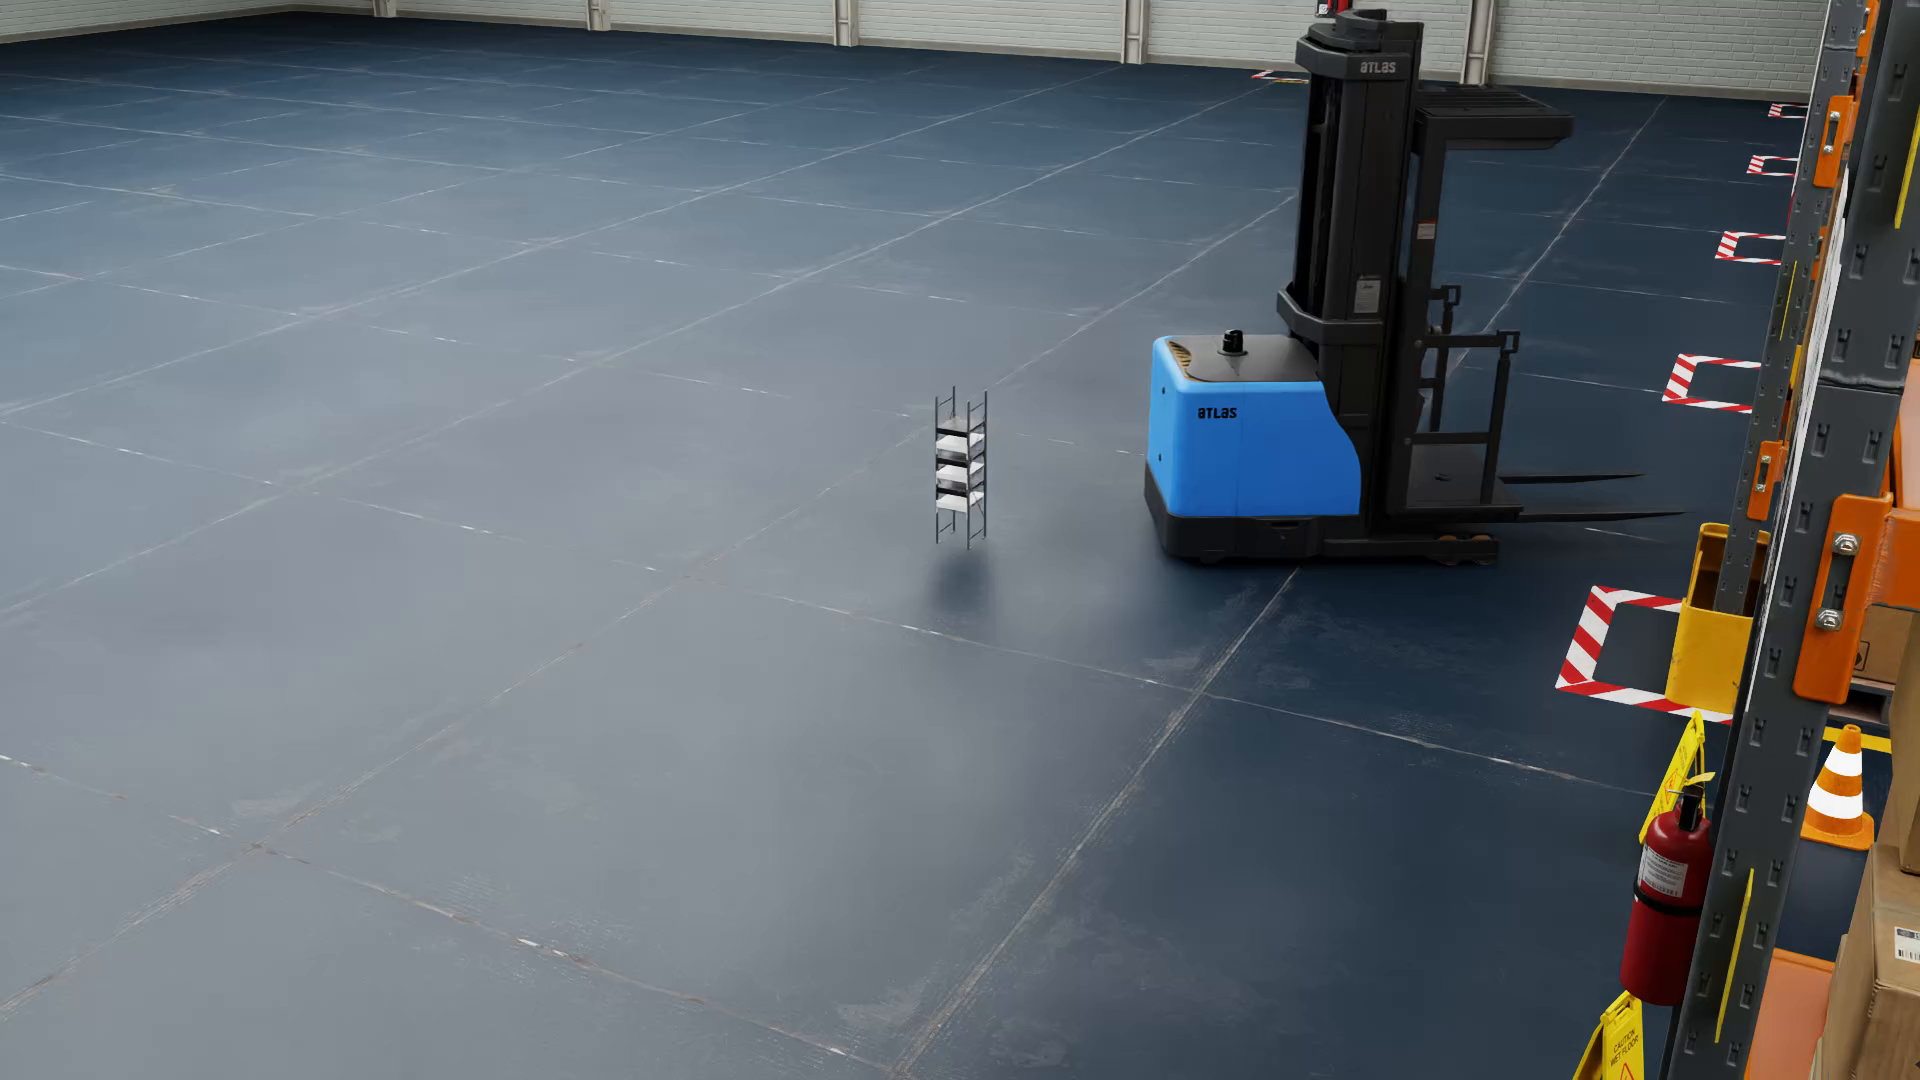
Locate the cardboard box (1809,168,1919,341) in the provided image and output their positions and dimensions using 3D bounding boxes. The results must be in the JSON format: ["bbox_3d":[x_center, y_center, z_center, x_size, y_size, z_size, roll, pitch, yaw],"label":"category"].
[{"bbox_3d":[4.112,-1.267,7.325,0.550,0.550,0.875,11,25,25],"label":"cardboard box"}]

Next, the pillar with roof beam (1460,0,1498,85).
[{"bbox_3d":[6.549,-10.179,22.188,0.400,9.000,9.100,11,25,25],"label":"pillar with roof beam"}]

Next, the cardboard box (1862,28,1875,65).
[{"bbox_3d":[11.010,-5.913,19.693,0.500,0.500,0.700,11,25,25],"label":"cardboard box"}]

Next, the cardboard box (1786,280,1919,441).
[{"bbox_3d":[4.150,-0.799,7.605,0.550,0.550,0.875,11,25,25],"label":"cardboard box"}]

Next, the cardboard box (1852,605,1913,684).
[{"bbox_3d":[4.433,0.101,7.858,0.875,0.875,0.875,11,26,25],"label":"cardboard box"}]

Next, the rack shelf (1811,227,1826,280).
[{"bbox_3d":[7.911,-1.810,11.093,4.000,0.370,1.077,11,25,25],"label":"rack shelf"}]

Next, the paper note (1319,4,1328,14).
[{"bbox_3d":[6.177,-9.022,28.257,0.142,0.148,0.016,11,25,25],"label":"paper note"}]

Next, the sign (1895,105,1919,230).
[{"bbox_3d":[1.410,-0.626,2.440,0.005,0.325,0.100,11,25,25],"label":"sign"}]

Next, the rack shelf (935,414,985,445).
[{"bbox_3d":[0.007,-0.630,9.478,0.200,0.077,0.258,11,25,25],"label":"rack shelf"}]

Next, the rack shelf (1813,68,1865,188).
[{"bbox_3d":[5.583,-1.476,6.475,4.000,0.370,1.077,11,25,25],"label":"rack shelf"}]

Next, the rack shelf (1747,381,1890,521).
[{"bbox_3d":[5.583,-0.096,7.062,4.000,0.370,1.077,11,25,25],"label":"rack shelf"}]

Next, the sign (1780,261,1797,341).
[{"bbox_3d":[3.543,-1.022,7.113,0.005,0.325,0.100,11,25,25],"label":"sign"}]

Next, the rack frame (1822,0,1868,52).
[{"bbox_3d":[3.798,-3.541,6.577,0.127,3.000,1.000,11,25,25],"label":"rack frame"}]

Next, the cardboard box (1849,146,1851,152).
[{"bbox_3d":[10.978,-4.709,19.967,0.500,0.250,0.500,11,25,25],"label":"cardboard box"}]

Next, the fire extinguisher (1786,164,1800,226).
[{"bbox_3d":[6.232,-2.640,12.224,0.183,0.674,0.296,11,25,25],"label":"fire extinguisher"}]

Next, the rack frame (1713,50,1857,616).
[{"bbox_3d":[3.798,-0.780,7.751,0.127,3.000,1.000,11,25,25],"label":"rack frame"}]

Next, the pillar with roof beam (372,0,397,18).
[{"bbox_3d":[-14.869,-14.417,32.153,0.400,9.000,9.100,11,25,25],"label":"pillar with roof beam"}]

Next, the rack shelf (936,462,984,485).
[{"bbox_3d":[0.007,-0.382,9.584,0.200,0.077,0.258,11,25,25],"label":"rack shelf"}]

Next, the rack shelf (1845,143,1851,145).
[{"bbox_3d":[10.146,-3.540,15.161,4.000,0.370,1.077,11,25,25],"label":"rack shelf"}]

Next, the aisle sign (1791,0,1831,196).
[{"bbox_3d":[3.600,-1.884,7.026,0.004,0.787,0.394,11,25,25],"label":"aisle sign"}]

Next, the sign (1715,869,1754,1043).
[{"bbox_3d":[1.410,0.758,3.029,0.005,0.325,0.100,11,25,25],"label":"sign"}]

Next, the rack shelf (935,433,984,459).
[{"bbox_3d":[0.007,-0.548,9.513,0.200,0.077,0.258,11,25,25],"label":"rack shelf"}]

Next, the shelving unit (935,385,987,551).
[{"bbox_3d":[0.007,-0.413,9.571,0.210,0.900,0.258,11,25,25],"label":"shelving unit"}]

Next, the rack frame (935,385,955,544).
[{"bbox_3d":[-0.083,-0.431,9.613,0.006,0.900,0.240,11,25,25],"label":"rack frame"}]

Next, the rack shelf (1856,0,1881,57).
[{"bbox_3d":[7.911,-3.191,10.506,4.000,0.370,1.077,11,25,25],"label":"rack shelf"}]

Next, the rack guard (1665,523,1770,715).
[{"bbox_3d":[3.777,0.366,8.250,0.348,0.500,1.175,11,25,25],"label":"rack guard"}]

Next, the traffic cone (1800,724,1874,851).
[{"bbox_3d":[3.632,0.977,6.861,0.334,0.463,0.336,11,25,25],"label":"traffic cone"}]

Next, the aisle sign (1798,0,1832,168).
[{"bbox_3d":[3.870,-2.094,7.518,0.004,0.787,0.394,11,25,25],"label":"aisle sign"}]

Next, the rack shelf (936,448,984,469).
[{"bbox_3d":[0.007,-0.465,9.548,0.200,0.077,0.258,11,25,25],"label":"rack shelf"}]

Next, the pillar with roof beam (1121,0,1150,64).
[{"bbox_3d":[1.195,-11.239,24.679,0.400,9.000,9.100,11,25,25],"label":"pillar with roof beam"}]

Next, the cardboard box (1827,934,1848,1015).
[{"bbox_3d":[2.085,1.074,3.714,0.250,0.149,0.380,12,26,26],"label":"cardboard box"}]

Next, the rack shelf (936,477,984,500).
[{"bbox_3d":[0.007,-0.299,9.619,0.200,0.077,0.258,11,25,25],"label":"rack shelf"}]

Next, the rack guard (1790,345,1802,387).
[{"bbox_3d":[6.194,-1.331,12.240,0.348,0.500,1.175,11,25,25],"label":"rack guard"}]

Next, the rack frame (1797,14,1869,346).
[{"bbox_3d":[6.126,-2.494,11.783,0.127,3.000,1.000,11,25,25],"label":"rack frame"}]

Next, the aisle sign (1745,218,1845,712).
[{"bbox_3d":[1.460,-0.132,2.906,0.004,0.787,0.394,11,25,25],"label":"aisle sign"}]

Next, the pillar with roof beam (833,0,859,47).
[{"bbox_3d":[-4.160,-12.298,27.170,0.400,9.000,9.100,11,25,25],"label":"pillar with roof beam"}]

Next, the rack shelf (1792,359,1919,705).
[{"bbox_3d":[3.440,0.271,2.367,4.000,0.370,1.077,11,25,25],"label":"rack shelf"}]

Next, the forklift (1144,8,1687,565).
[{"bbox_3d":[2.659,-1.413,9.327,3.031,2.935,1.130,-1,23,-2],"label":"forklift"}]

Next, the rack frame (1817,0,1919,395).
[{"bbox_3d":[1.655,-1.794,2.470,0.127,3.000,1.000,11,25,25],"label":"rack frame"}]

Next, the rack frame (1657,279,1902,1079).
[{"bbox_3d":[1.655,0.967,3.644,0.127,3.000,1.000,11,25,25],"label":"rack frame"}]

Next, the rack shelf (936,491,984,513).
[{"bbox_3d":[0.007,-0.216,9.654,0.200,0.077,0.258,11,25,25],"label":"rack shelf"}]

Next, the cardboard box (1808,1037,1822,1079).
[{"bbox_3d":[1.865,1.215,3.382,0.250,0.149,0.380,11,26,25],"label":"cardboard box"}]

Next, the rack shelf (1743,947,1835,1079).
[{"bbox_3d":[3.440,1.651,2.954,4.000,0.370,1.077,11,25,25],"label":"rack shelf"}]

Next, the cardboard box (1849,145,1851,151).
[{"bbox_3d":[11.211,-4.890,20.392,0.500,0.250,0.500,11,25,25],"label":"cardboard box"}]

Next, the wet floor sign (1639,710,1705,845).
[{"bbox_3d":[2.879,0.990,6.598,0.232,0.644,0.267,7,24,15],"label":"wet floor sign"}]

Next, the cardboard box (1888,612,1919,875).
[{"bbox_3d":[2.209,0.338,3.338,0.500,0.500,0.700,11,25,23],"label":"cardboard box"}]

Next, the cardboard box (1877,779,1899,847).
[{"bbox_3d":[2.264,0.783,3.567,0.500,0.500,0.500,11,25,24],"label":"cardboard box"}]

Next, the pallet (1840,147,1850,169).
[{"bbox_3d":[11.301,-4.550,20.179,1.213,0.211,1.003,11,25,25],"label":"pallet"}]

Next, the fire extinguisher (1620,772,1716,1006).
[{"bbox_3d":[1.761,0.821,4.085,0.183,0.674,0.296,11,25,25],"label":"fire extinguisher"}]

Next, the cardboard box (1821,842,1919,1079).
[{"bbox_3d":[1.953,0.964,3.142,0.500,0.500,0.500,11,25,24],"label":"cardboard box"}]

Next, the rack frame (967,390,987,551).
[{"bbox_3d":[0.098,-0.395,9.528,0.006,0.900,0.240,11,25,25],"label":"rack frame"}]

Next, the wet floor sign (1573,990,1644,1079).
[{"bbox_3d":[1.968,1.643,5.062,0.267,0.644,0.232,-20,30,-39],"label":"wet floor sign"}]

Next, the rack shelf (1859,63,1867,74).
[{"bbox_3d":[12.384,-5.269,19.227,4.000,0.370,1.077,11,25,25],"label":"rack shelf"}]

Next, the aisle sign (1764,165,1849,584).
[{"bbox_3d":[1.731,-0.342,3.399,0.004,0.787,0.394,11,25,25],"label":"aisle sign"}]

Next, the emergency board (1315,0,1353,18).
[{"bbox_3d":[6.304,-9.372,27.955,0.643,1.169,0.194,11,25,25],"label":"emergency board"}]

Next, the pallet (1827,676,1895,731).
[{"bbox_3d":[4.547,0.617,8.029,1.213,0.211,1.003,11,25,25],"label":"pallet"}]

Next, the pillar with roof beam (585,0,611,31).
[{"bbox_3d":[-9.514,-13.358,29.662,0.400,9.000,9.100,11,25,25],"label":"pillar with roof beam"}]
